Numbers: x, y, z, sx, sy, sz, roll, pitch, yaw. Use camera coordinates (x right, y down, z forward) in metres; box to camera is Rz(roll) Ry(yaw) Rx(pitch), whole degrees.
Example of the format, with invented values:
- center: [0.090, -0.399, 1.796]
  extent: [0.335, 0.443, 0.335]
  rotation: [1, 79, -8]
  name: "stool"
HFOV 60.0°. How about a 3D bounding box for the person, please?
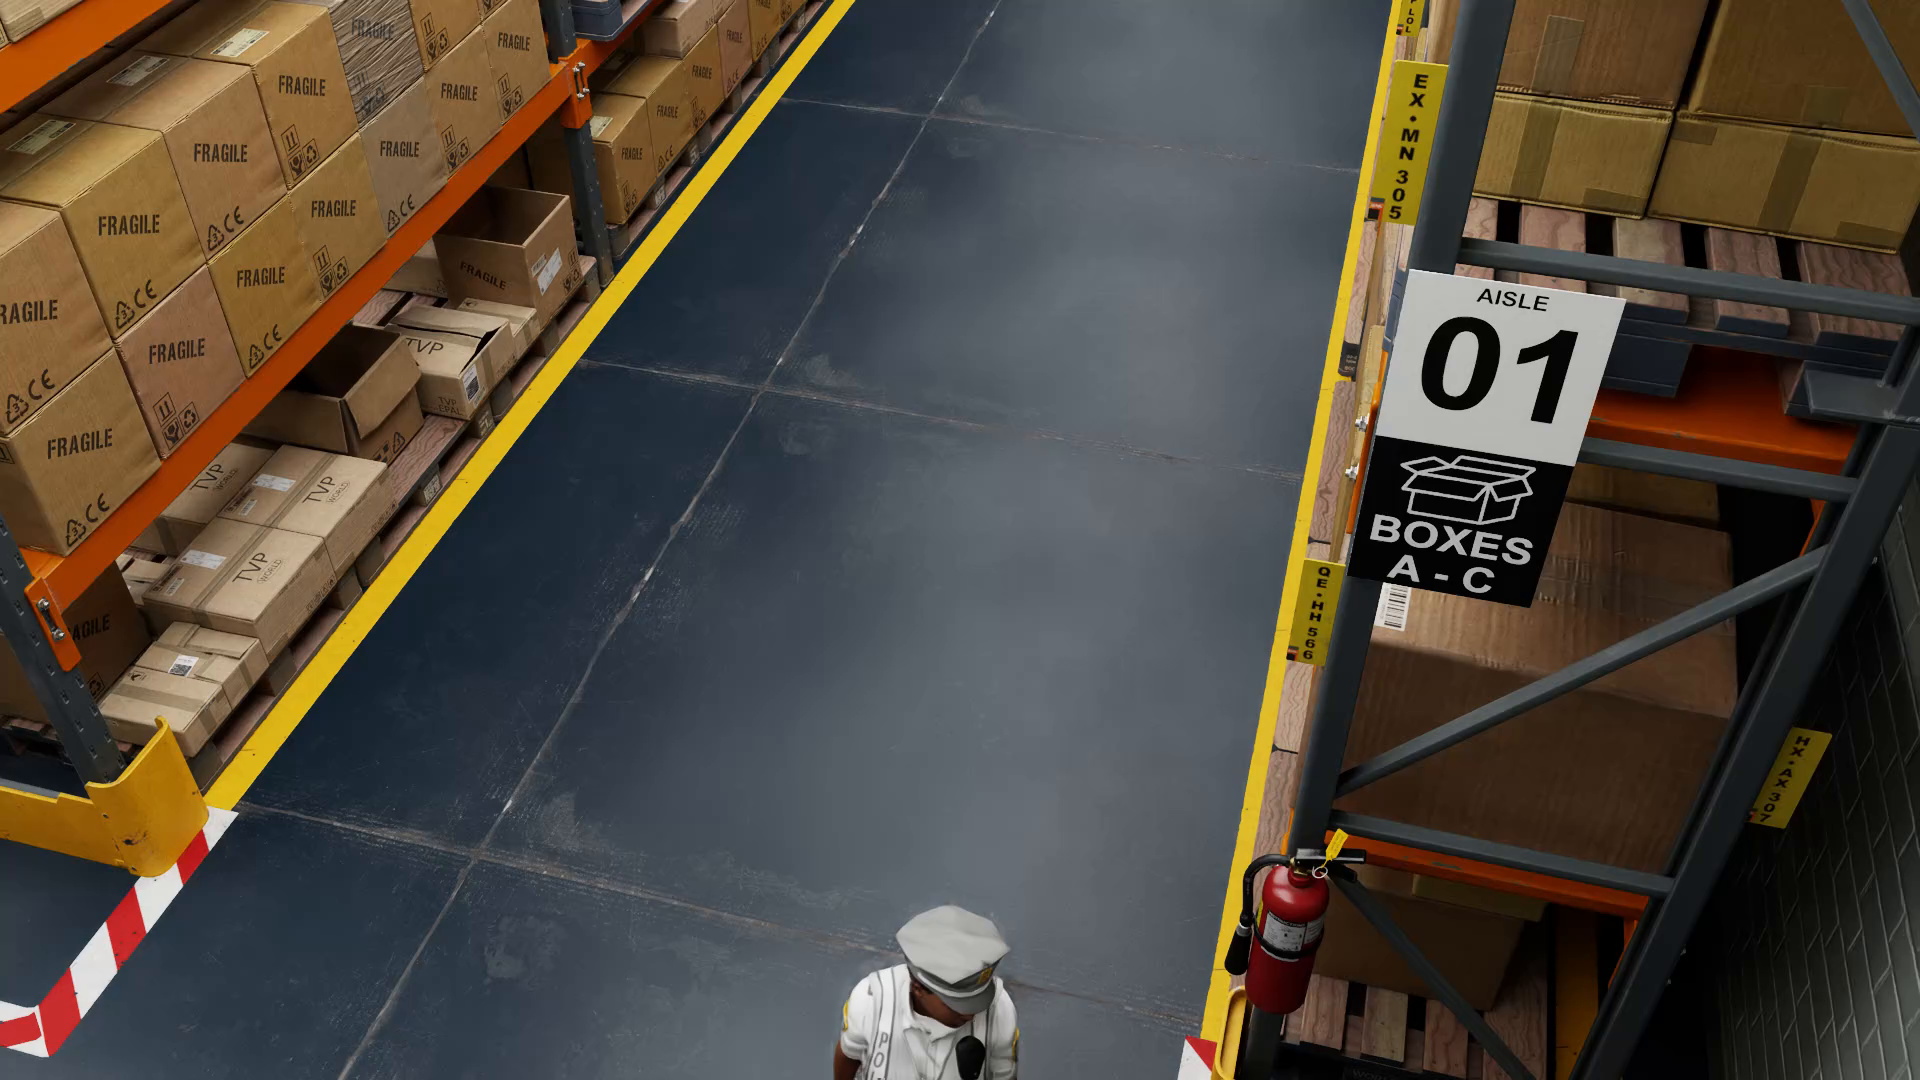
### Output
- center: [-0.119, 1.582, 4.357]
  extent: [0.547, 1.650, 0.794]
  rotation: [-2, 41, -2]
  name: "person"
